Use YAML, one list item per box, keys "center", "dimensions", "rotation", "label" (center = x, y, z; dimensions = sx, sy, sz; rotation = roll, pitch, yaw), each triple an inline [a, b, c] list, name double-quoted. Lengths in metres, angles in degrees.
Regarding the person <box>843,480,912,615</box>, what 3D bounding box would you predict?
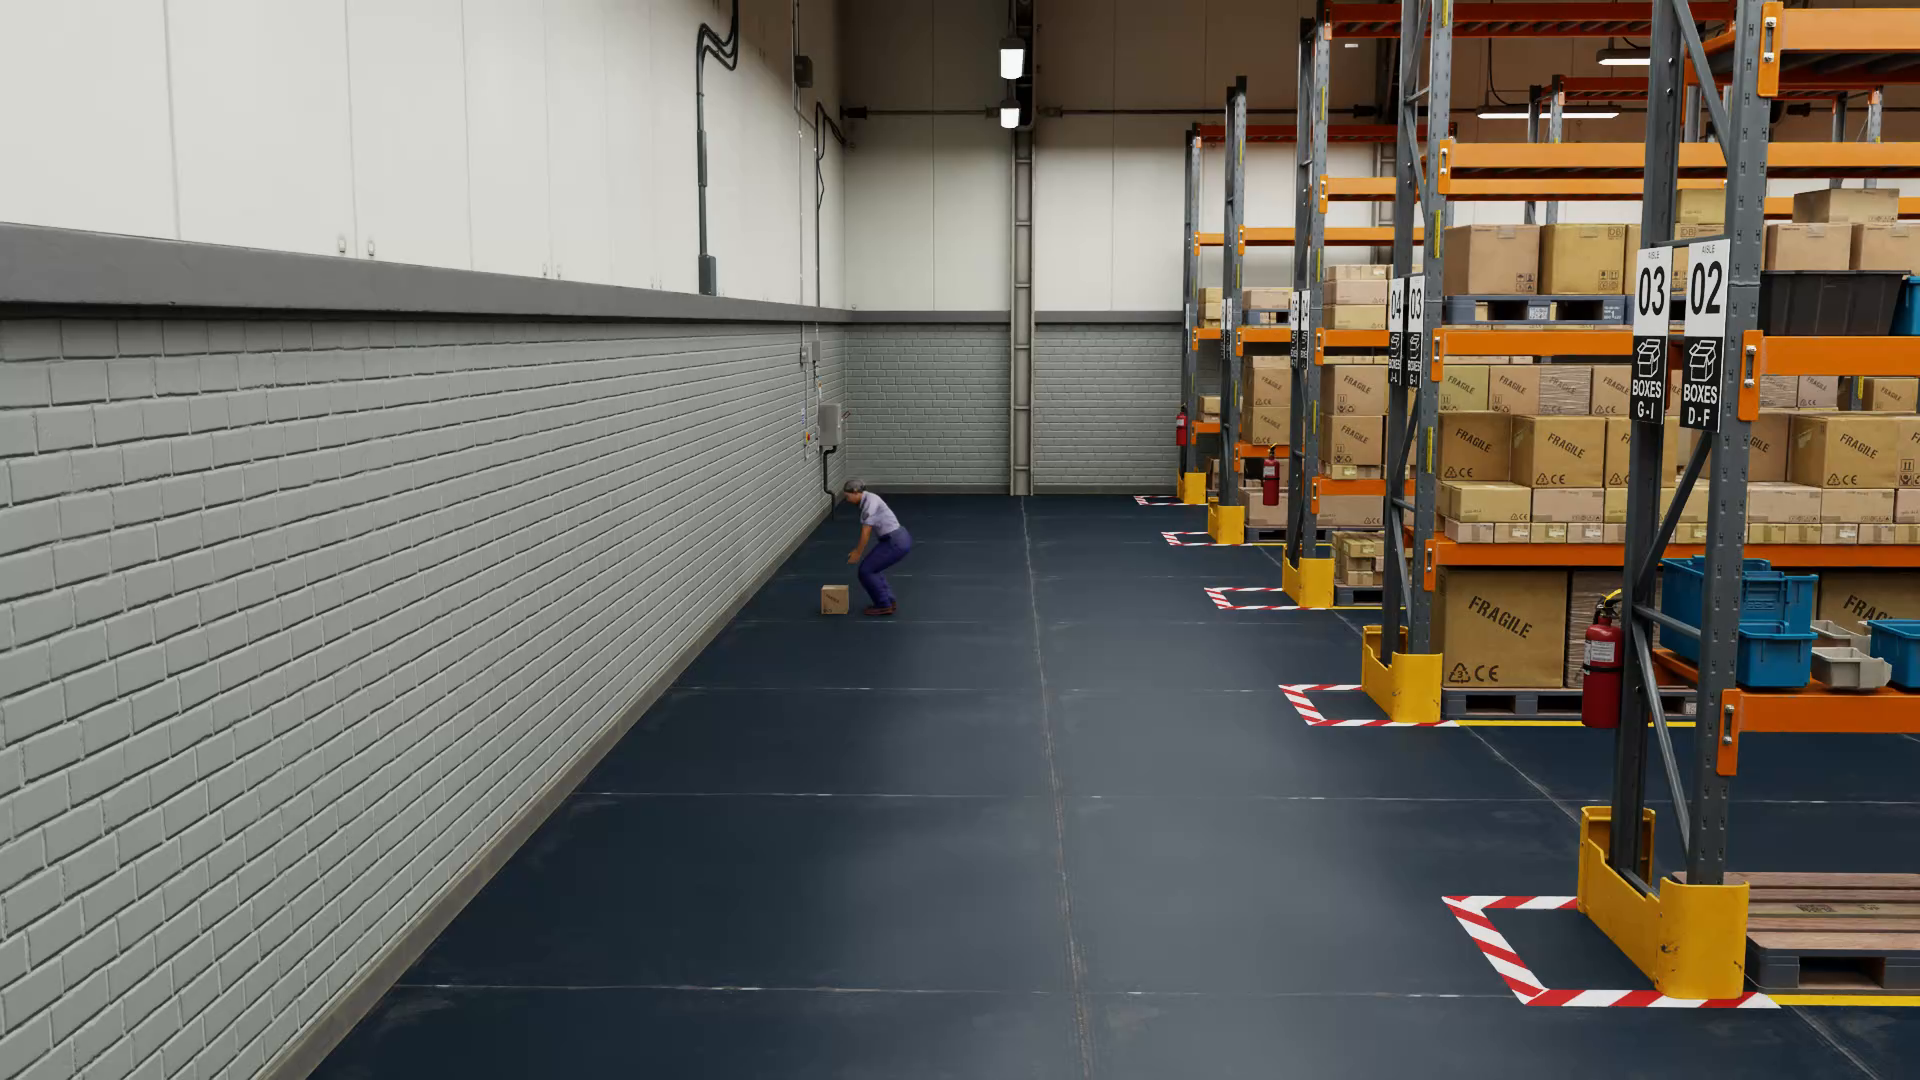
- center: [-0.820, 0.067, 16.555]
  dimensions: [0.673, 1.340, 0.536]
  rotation: [0, 7, 1]
  label: "person"
